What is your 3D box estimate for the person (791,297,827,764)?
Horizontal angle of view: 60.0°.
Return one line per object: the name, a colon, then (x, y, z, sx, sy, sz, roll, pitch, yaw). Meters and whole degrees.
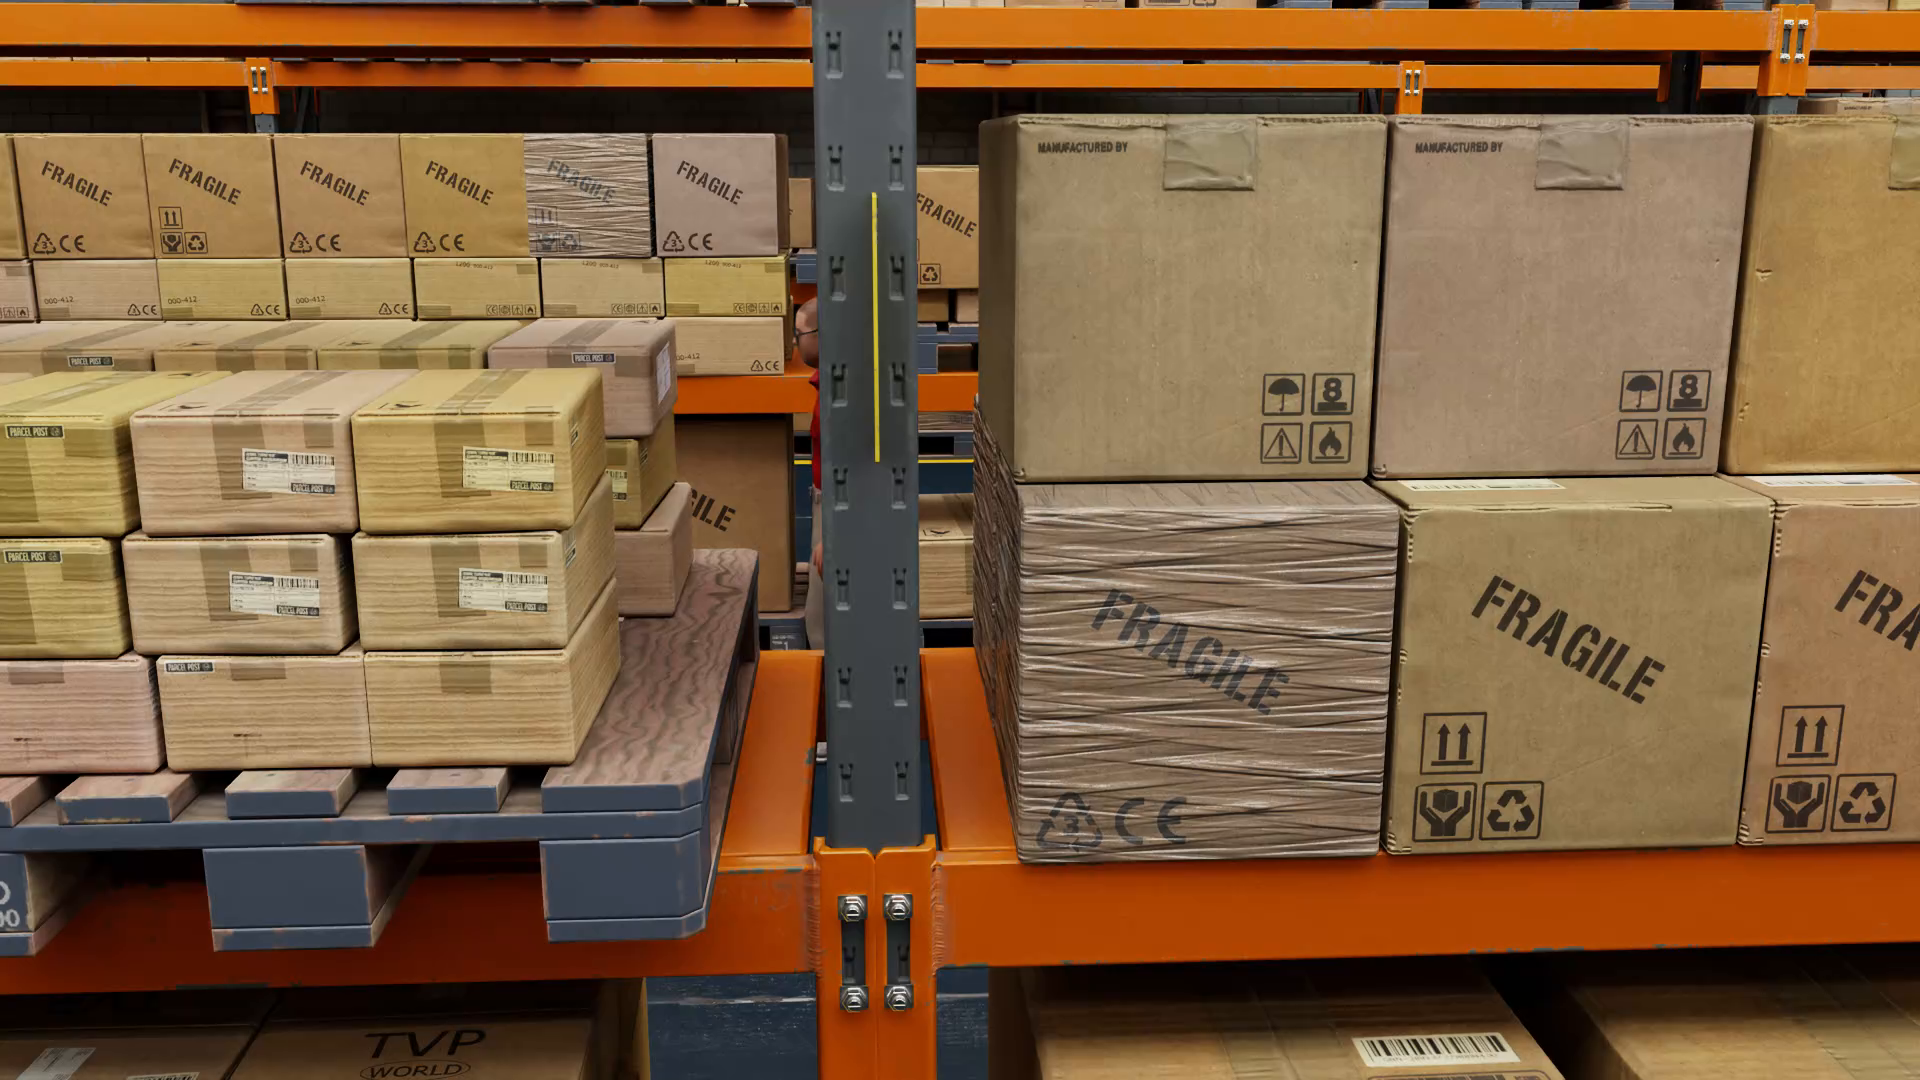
person: (-0.433, -0.042, 6.199, 0.392, 1.725, 0.591, 1, 13, 6)
